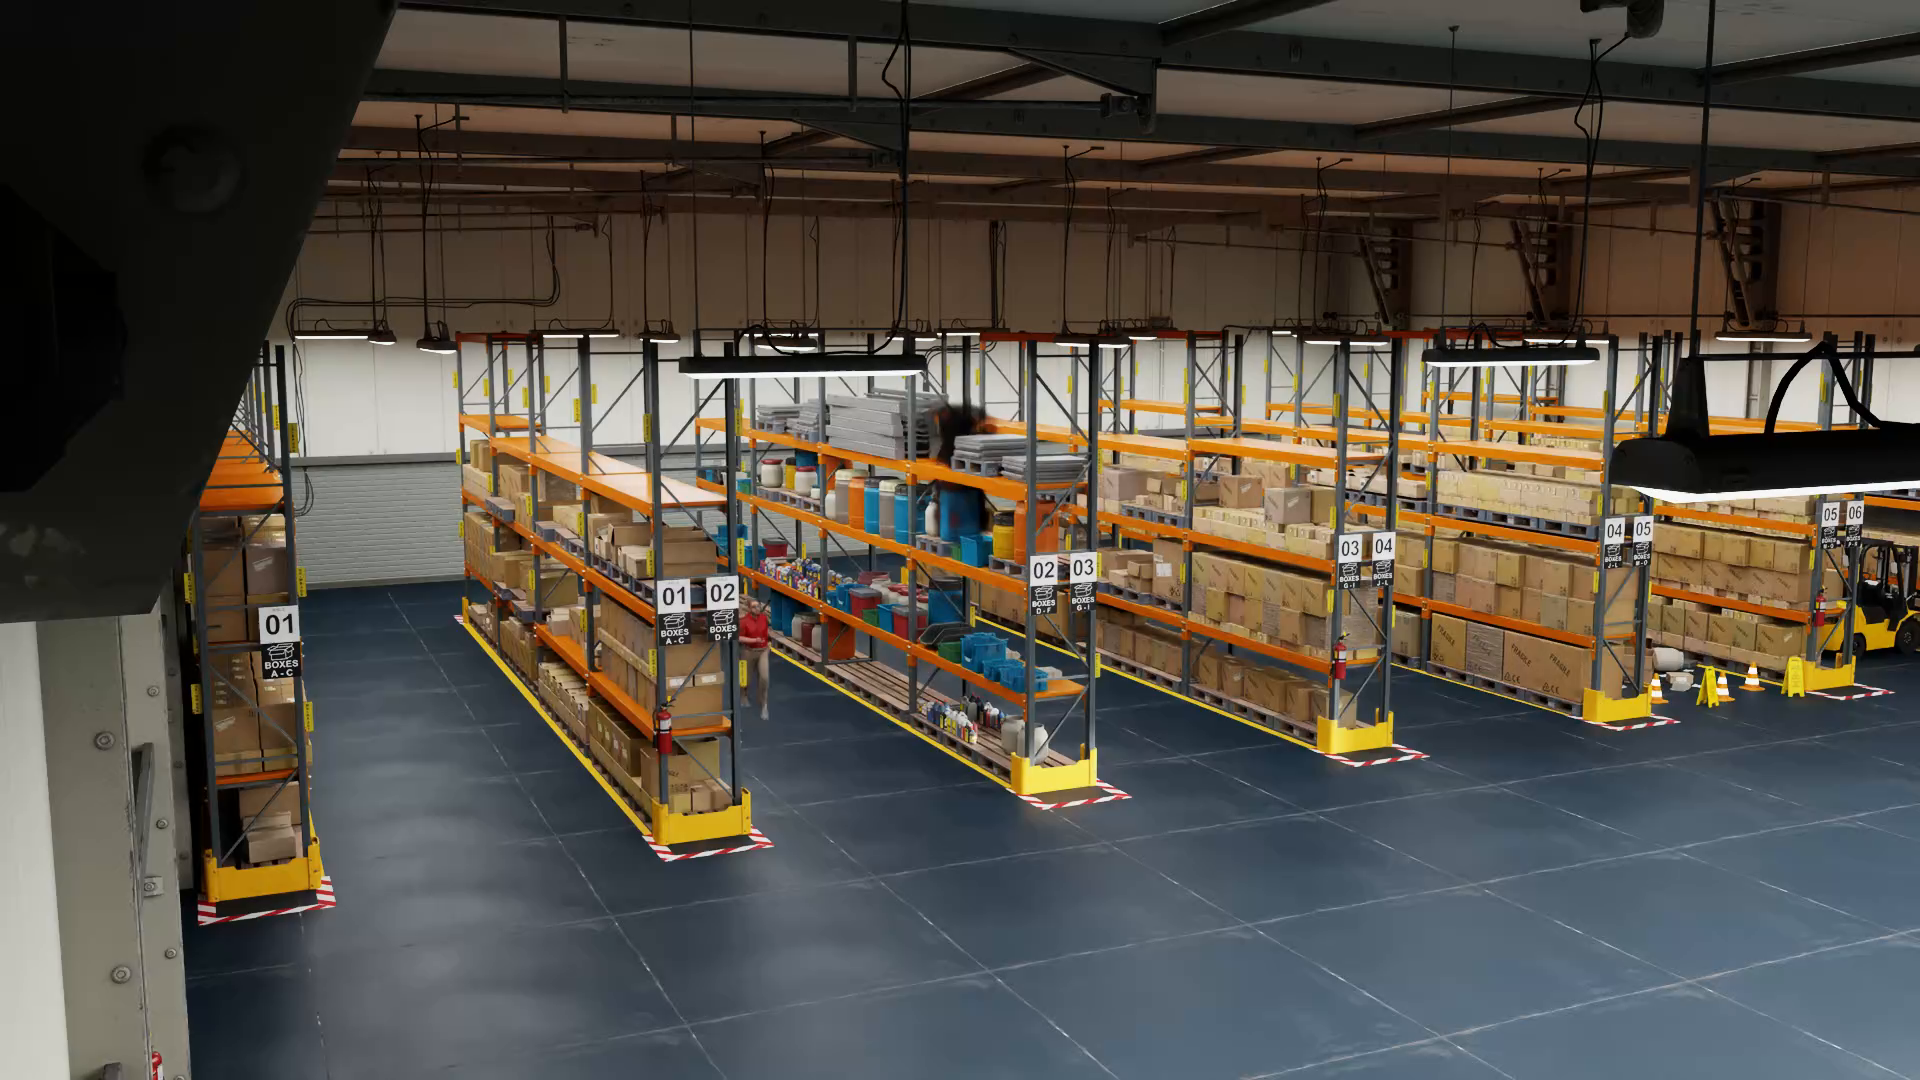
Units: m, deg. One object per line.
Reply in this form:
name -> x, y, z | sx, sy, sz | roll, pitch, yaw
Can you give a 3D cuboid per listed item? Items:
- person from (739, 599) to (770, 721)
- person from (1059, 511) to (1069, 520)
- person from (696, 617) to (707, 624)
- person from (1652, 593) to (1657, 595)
person -> -3.129, 1.821, 25.360 | 0.620, 1.859, 0.826 | -4, 9, -30
person -> 2.591, -0.001, 41.099 | 0.641, 1.644, 0.702 | 6, 10, 37
person -> -4.974, 1.203, 31.967 | 0.555, 1.683, 0.675 | -2, 8, -14
person -> 14.209, 1.014, 33.991 | 0.539, 1.520, 0.574 | -5, 9, -34
